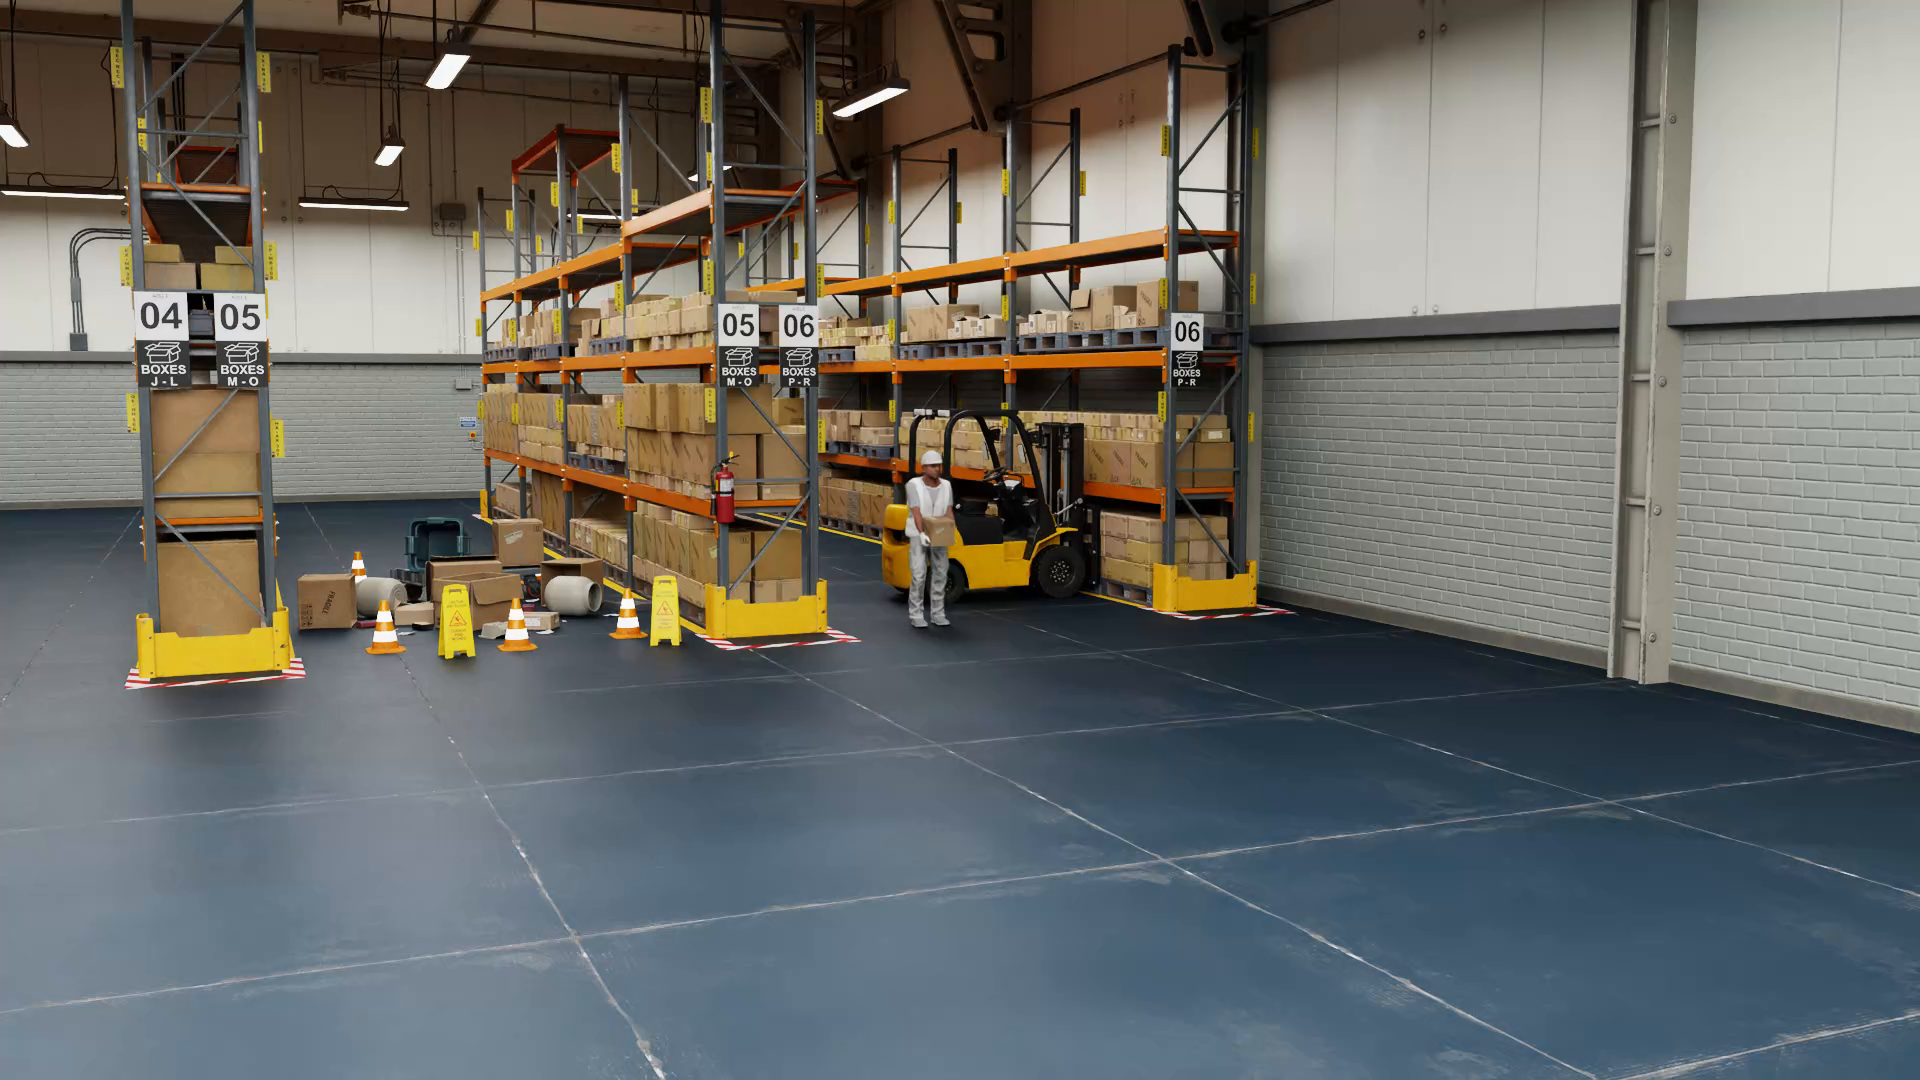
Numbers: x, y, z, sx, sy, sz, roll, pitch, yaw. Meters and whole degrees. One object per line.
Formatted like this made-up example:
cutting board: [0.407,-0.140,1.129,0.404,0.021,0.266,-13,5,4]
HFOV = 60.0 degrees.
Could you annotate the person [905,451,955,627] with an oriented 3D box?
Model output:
person: [-0.281,-0.012,16.765,0.492,1.773,0.581,-2,6,-25]
